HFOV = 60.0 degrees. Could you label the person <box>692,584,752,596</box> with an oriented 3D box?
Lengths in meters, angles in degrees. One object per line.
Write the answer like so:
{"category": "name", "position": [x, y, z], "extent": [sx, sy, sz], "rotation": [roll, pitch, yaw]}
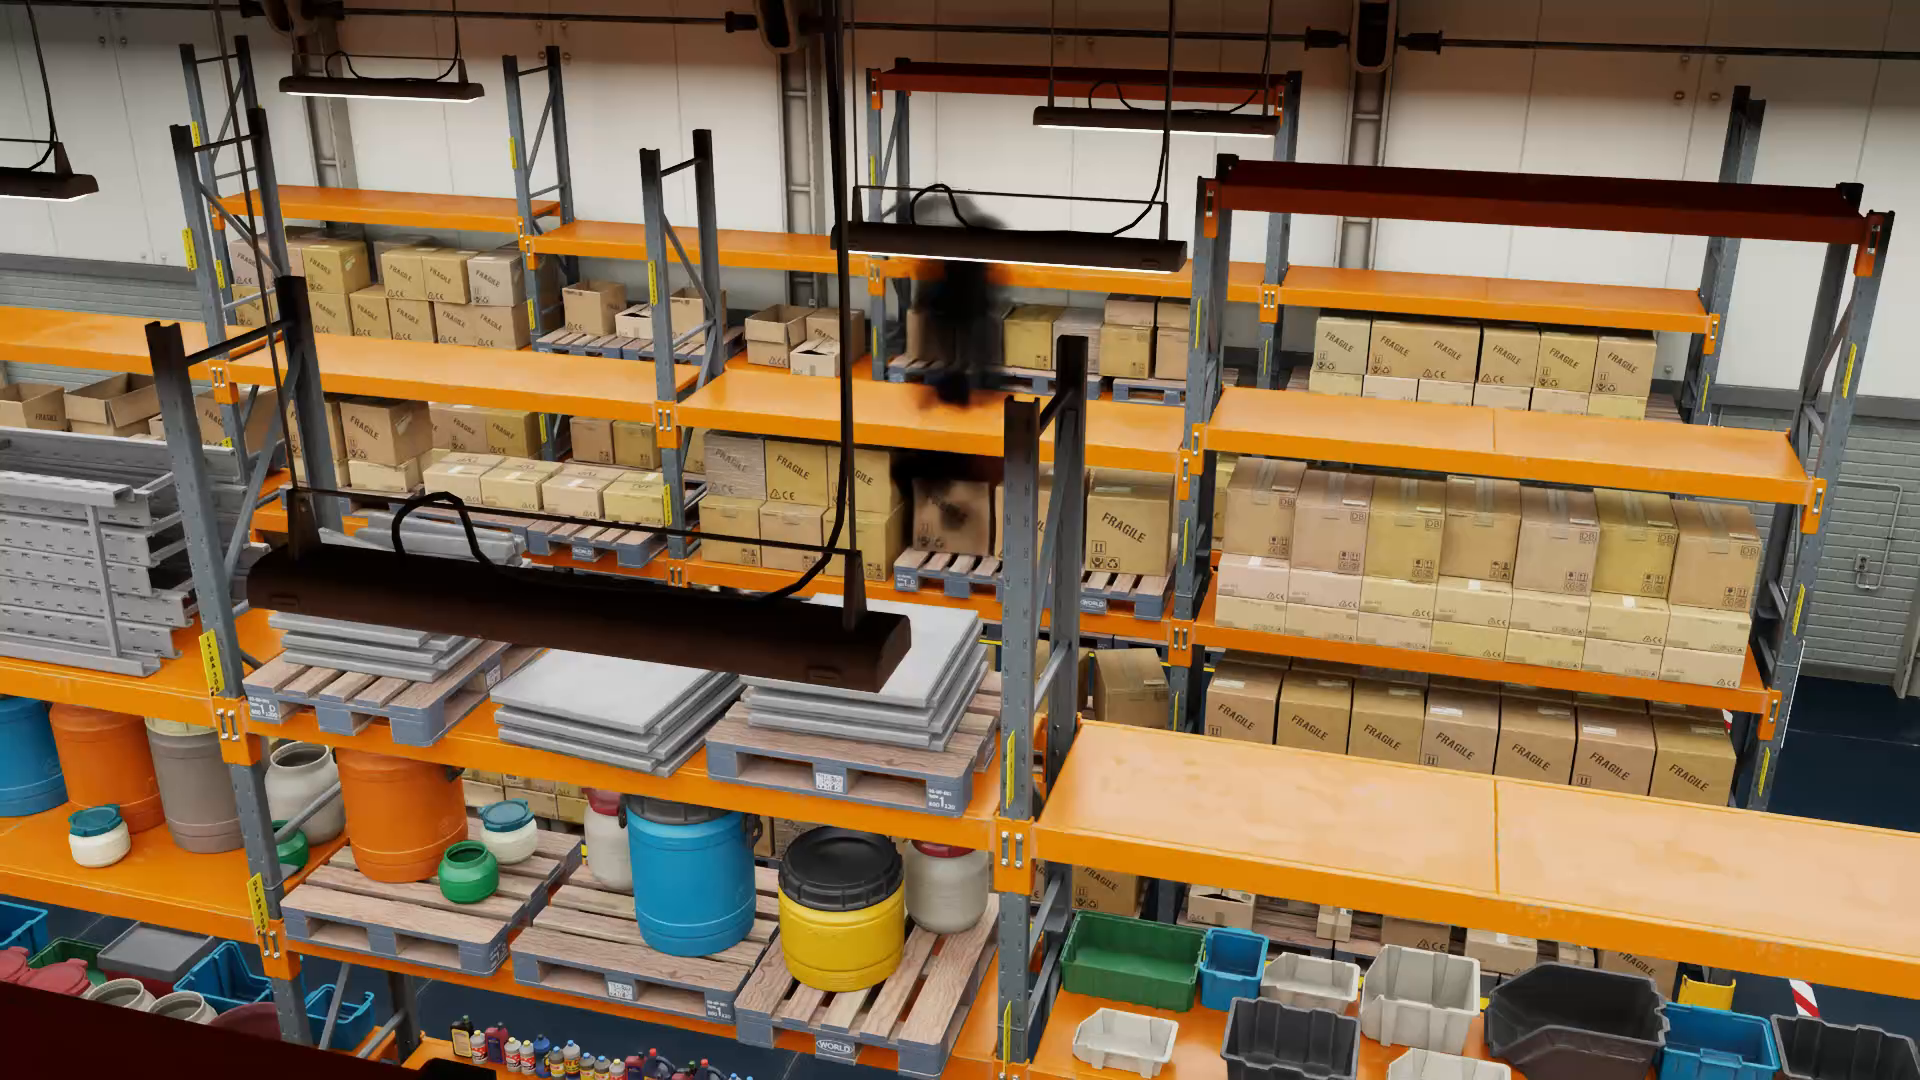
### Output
{"category": "person", "position": [-2.211, 0.843, 16.362], "extent": [0.930, 1.812, 0.672], "rotation": [2, 23, 4]}
